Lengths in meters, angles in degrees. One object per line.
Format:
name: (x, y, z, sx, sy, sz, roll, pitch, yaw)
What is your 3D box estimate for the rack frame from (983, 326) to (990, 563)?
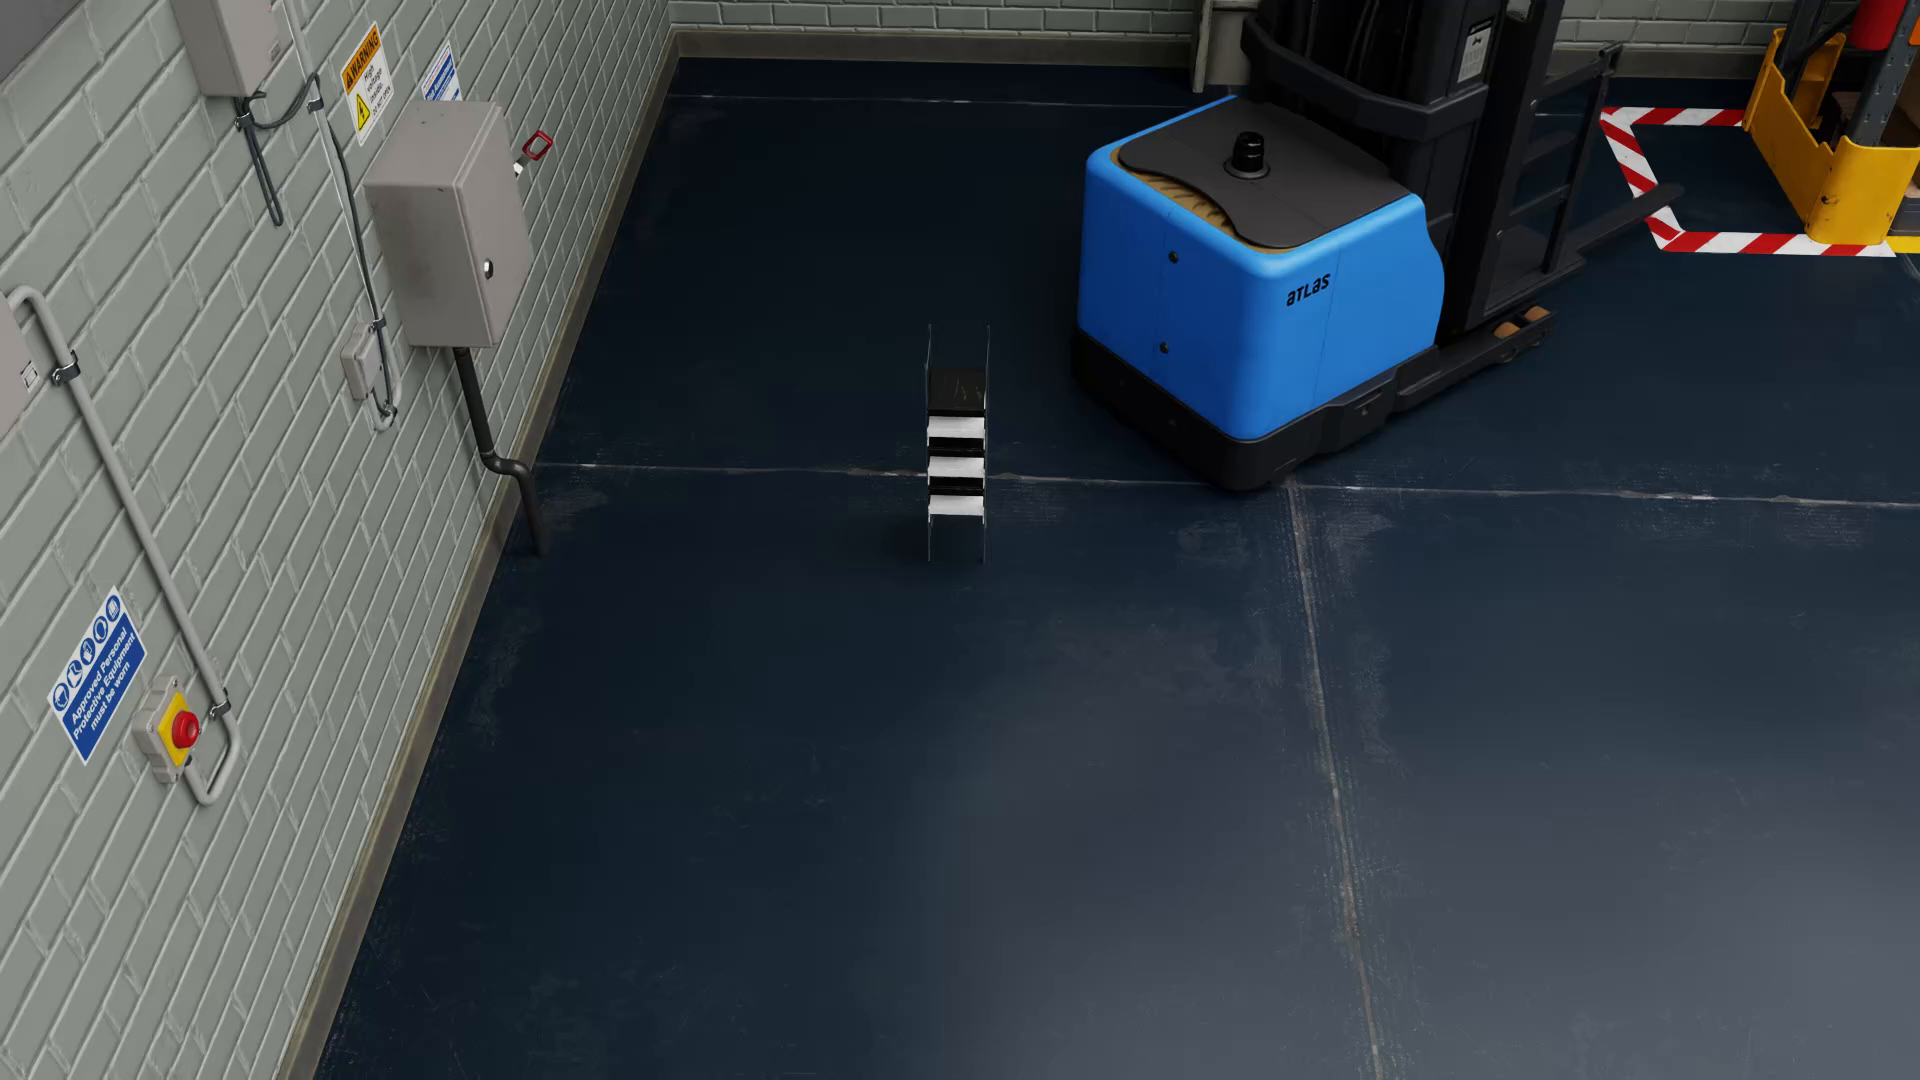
rack frame: (0.093, -0.326, 5.940, 0.006, 0.900, 0.240, 2, 43, 2)

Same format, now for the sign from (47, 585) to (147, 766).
sign: (-1.833, 0.287, 3.543, 0.001, 0.218, 0.327, 2, 43, 2)

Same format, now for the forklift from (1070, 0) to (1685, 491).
forklift: (1.938, -2.087, 6.340, 3.031, 2.935, 1.130, -27, 49, -26)

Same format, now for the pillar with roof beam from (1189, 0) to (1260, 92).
pillar with roof beam: (1.237, -2.829, 2.684, 0.400, 9.000, 9.100, 2, 43, 2)

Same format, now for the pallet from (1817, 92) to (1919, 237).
pallet: (4.957, -1.822, 8.051, 1.213, 0.211, 1.003, 2, 43, 2)

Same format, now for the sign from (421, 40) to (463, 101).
sign: (-1.714, -1.379, 5.600, 0.001, 0.494, 0.329, 2, 43, 2)

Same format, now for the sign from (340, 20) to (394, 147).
sign: (-1.739, -1.342, 4.884, 0.001, 0.242, 0.339, 2, 43, 2)

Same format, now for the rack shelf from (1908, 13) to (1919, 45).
rack shelf: (6.082, -2.544, 7.308, 4.000, 0.370, 1.077, 2, 43, 2)

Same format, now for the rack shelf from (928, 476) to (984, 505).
rack shelf: (-0.008, -0.239, 6.028, 0.200, 0.077, 0.258, 2, 43, 2)

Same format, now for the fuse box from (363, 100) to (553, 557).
fuse box: (-1.529, -0.600, 5.639, 0.414, 1.711, 0.539, 2, 43, 2)

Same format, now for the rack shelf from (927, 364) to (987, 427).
rack shelf: (-0.008, -0.503, 5.782, 0.200, 0.077, 0.258, 2, 43, 2)

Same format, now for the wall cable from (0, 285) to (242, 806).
wall cable: (-1.770, -0.029, 3.312, 0.123, 1.953, 0.585, 2, 43, 2)

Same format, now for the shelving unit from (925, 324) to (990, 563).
shelving unit: (-0.008, -0.330, 5.944, 0.210, 0.900, 0.258, 2, 43, 2)

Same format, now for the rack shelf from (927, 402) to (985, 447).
rack shelf: (-0.008, -0.437, 5.844, 0.200, 0.077, 0.258, 2, 43, 2)

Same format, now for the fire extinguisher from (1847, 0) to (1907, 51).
fire extinguisher: (3.916, -2.393, 6.949, 0.183, 0.674, 0.296, 2, 43, 2)

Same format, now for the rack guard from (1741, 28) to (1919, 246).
rack guard: (4.160, -1.951, 7.978, 0.348, 0.500, 1.175, 2, 43, 2)

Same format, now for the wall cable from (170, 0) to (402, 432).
wall cable: (-1.717, -0.983, 4.360, 0.122, 1.984, 0.588, 2, 43, 2)

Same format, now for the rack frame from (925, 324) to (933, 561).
rack frame: (-0.110, -0.333, 5.947, 0.006, 0.900, 0.240, 2, 43, 2)

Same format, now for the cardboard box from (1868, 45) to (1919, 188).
cardboard box: (4.691, -2.025, 7.747, 0.637, 0.503, 0.797, 0, 43, 0)

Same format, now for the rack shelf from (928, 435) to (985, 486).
rack shelf: (-0.008, -0.305, 5.966, 0.200, 0.077, 0.258, 2, 43, 2)

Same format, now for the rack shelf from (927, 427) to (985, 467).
rack shelf: (-0.008, -0.371, 5.905, 0.200, 0.077, 0.258, 2, 43, 2)

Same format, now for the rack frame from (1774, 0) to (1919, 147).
rack frame: (4.084, -2.868, 7.128, 0.127, 3.000, 1.000, 2, 43, 2)

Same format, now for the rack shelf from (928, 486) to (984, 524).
rack shelf: (-0.008, -0.173, 6.089, 0.200, 0.077, 0.258, 2, 43, 2)
